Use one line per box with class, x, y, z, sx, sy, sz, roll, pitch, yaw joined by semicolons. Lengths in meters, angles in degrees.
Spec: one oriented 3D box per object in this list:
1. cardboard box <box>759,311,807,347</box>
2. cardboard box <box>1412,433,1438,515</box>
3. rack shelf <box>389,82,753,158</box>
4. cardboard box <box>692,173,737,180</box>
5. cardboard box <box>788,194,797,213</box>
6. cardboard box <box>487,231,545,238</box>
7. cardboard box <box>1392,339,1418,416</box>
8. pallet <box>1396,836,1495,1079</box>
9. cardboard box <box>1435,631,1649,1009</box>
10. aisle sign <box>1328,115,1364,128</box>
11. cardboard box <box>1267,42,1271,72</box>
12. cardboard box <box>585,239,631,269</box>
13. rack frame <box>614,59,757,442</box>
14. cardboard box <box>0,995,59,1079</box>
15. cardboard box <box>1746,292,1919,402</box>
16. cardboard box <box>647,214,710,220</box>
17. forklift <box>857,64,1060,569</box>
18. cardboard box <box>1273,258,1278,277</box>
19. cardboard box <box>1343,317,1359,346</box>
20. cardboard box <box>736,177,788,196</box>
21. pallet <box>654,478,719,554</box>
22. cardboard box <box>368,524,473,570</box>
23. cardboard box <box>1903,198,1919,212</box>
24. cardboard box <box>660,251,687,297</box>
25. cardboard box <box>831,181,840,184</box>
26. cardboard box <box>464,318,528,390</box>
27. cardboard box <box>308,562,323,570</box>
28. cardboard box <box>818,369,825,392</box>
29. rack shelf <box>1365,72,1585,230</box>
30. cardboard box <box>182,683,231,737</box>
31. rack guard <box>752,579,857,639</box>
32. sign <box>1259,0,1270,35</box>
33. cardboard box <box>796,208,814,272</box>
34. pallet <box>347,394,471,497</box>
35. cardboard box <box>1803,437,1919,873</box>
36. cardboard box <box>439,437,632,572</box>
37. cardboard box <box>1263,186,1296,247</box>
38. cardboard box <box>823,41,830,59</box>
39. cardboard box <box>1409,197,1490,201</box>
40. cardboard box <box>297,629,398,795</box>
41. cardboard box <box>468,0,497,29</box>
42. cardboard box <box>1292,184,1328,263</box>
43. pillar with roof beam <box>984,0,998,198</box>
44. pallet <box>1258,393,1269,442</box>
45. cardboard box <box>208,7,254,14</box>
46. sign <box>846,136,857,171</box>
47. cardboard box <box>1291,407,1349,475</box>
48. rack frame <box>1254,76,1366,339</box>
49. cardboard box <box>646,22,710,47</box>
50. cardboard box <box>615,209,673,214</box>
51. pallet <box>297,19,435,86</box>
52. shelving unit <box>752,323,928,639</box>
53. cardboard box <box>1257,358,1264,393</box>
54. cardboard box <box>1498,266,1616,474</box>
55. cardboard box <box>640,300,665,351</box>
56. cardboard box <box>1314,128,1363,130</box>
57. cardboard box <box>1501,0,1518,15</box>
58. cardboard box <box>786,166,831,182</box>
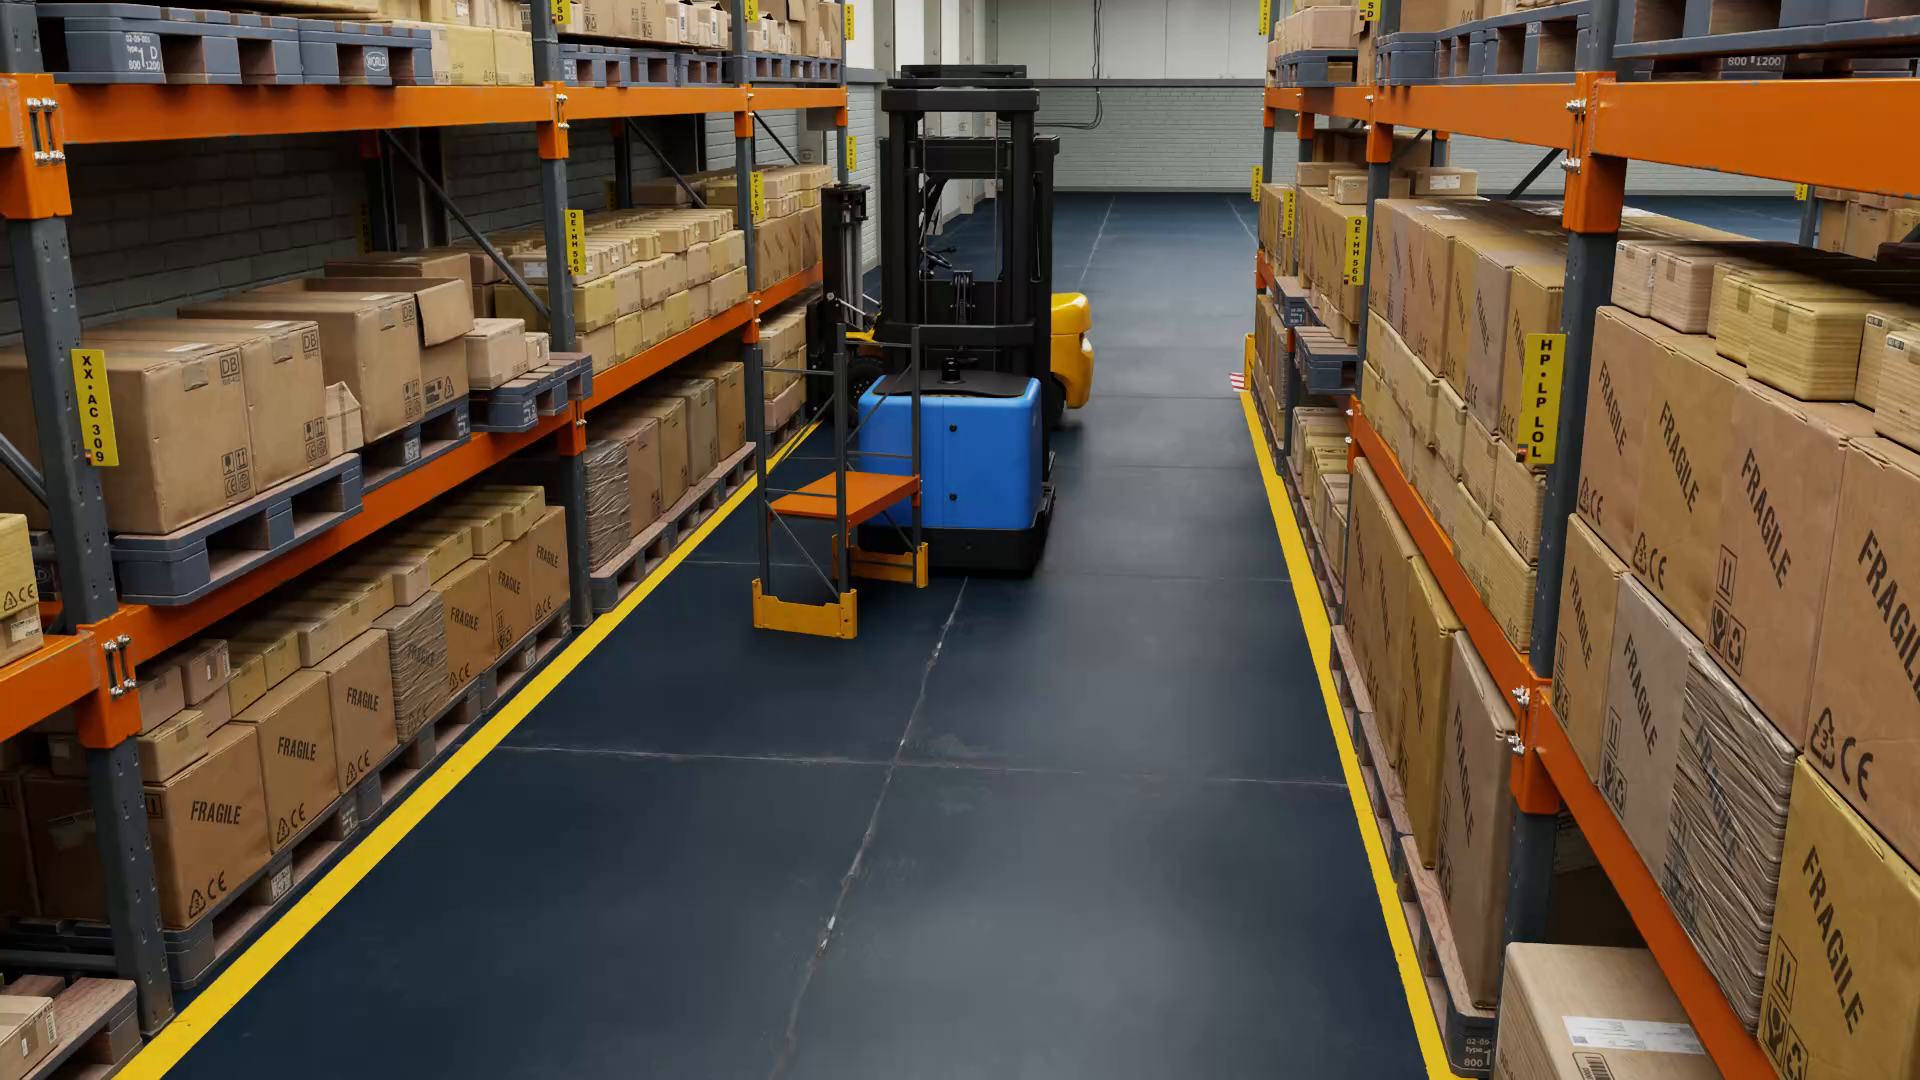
cardboard box;-1.560;-1.773;14.019;0.500;0.250;0.500;2;15;8
cardboard box;1.980;-0.264;6.180;0.500;0.250;0.500;2;15;6
rack shelf;-2.264;-2.619;10.231;1.077;0.370;4.000;2;15;6
cardboard box;-2.067;-3.029;14.114;0.380;0.149;0.250;2;15;8
cardboard box;-1.568;-2.804;13.851;0.380;0.149;0.250;1;15;4
cardboard box;-2.636;-1.786;10.086;0.380;0.149;0.250;1;15;5
cardboard box;2.012;-0.636;6.596;0.500;0.250;0.500;2;15;6
pallet;2.003;1.327;5.349;1.003;0.211;1.213;2;15;6
cardboard box;1.982;0.843;5.063;0.875;0.875;0.875;2;15;8
aisle sign;3.640;-4.191;15.435;0.394;0.787;0.004;2;15;6
cardboard box;3.024;-4.325;14.883;0.500;0.250;0.500;1;15;5
cardboard box;-2.112;-1.639;9.544;0.380;0.149;0.250;2;15;7
rack frame;-2.039;-2.037;12.447;1.000;3.000;0.127;2;15;6
cardboard box;-2.712;1.365;4.525;0.380;0.149;0.250;1;15;5
cardboard box;1.550;-0.321;2.753;0.380;0.149;0.250;1;15;5
cardboard box;-1.948;-2.173;11.519;0.380;0.149;0.250;2;15;6
forklift;0.070;-1.578;10.884;1.130;2.935;3.031;2;15;6
cardboard box;2.790;-2.259;13.752;0.380;0.149;0.250;2;15;7
cardboard box;2.204;-1.099;8.657;0.380;0.149;0.250;2;15;7
cardboard box;-1.615;-2.884;13.578;0.380;0.149;0.250;1;15;5
pallet;-2.218;-0.181;10.927;1.003;0.211;1.213;2;15;6
cardboard box;-2.442;0.033;7.535;0.380;0.149;0.250;2;15;8
cardboard box;8.095;-2.880;13.210;0.875;0.550;0.500;2;15;6
cardboard box;-2.030;-1.674;10.437;0.500;0.250;0.500;2;15;7
cardboard box;-1.348;-3.337;15.823;0.380;0.149;0.250;2;15;7
cardboard box;-2.287;-0.846;7.528;0.500;0.250;0.500;1;15;4
cardboard box;-2.951;0.155;7.085;0.380;0.149;0.250;2;15;7
cardboard box;-1.494;-1.425;14.648;0.500;0.250;0.500;2;15;8
rack shelf;2.217;-1.436;5.858;1.077;0.370;4.000;2;15;6
cardboard box;-2.682;0.570;5.550;0.380;0.149;0.250;1;15;5
rack guard;-0.827;0.364;8.837;0.587;0.250;0.087;6;16;20
sign;2.806;-4.815;15.300;0.100;0.325;0.005;2;15;6
cardboard box;-1.553;-2.589;14.299;0.500;0.500;0.500;2;15;7
pallet;-2.705;-0.402;6.770;1.003;0.211;1.213;2;15;6
cardboard box;1.505;0.163;2.206;0.500;0.500;0.500;2;15;6
cardboard box;-2.406;-0.217;9.463;0.875;0.625;0.625;2;15;8
cardboard box;2.961;-2.872;14.774;0.500;0.500;0.500;2;15;8
cardboard box;-1.379;-4.428;15.030;0.380;0.149;0.250;1;15;5
cardboard box;2.892;-1.761;9.863;0.500;0.500;0.500;1;15;4
cardboard box;-2.552;0.656;6.475;0.500;0.500;0.500;1;15;5
cardboard box;-2.339;-2.402;7.574;0.380;0.149;0.250;1;15;5
cardboard box;2.556;-2.173;11.385;0.500;0.500;0.500;2;15;8
pillar with roof beam;5.101;-13.470;43.237;9.100;9.000;0.400;2;15;6
pallet;3.070;-1.038;14.096;1.003;0.211;1.213;2;15;6
cardboard box;-2.855;-2.023;6.134;0.380;0.149;0.250;2;15;7
sign;-1.050;-3.728;16.030;0.100;0.325;0.005;2;15;6
cardboard box;2.837;-0.689;11.695;0.950;0.372;0.625;2;15;7
rack frame;3.345;-2.929;15.747;1.000;3.000;0.127;2;15;6
cardboard box;-1.861;-3.320;10.933;0.380;0.149;0.250;2;15;6
cardboard box;-2.291;-2.313;12.036;0.380;0.149;0.250;1;15;5
pallet;-2.684;-1.755;6.020;1.213;0.211;1.003;2;15;6
shelving unit;-0.648;-0.361;9.122;0.587;1.500;1.083;6;16;20
cardboard box;2.914;-1.471;14.819;0.500;0.250;0.500;2;15;8
cardboard box;1.792;-0.471;4.549;0.500;0.500;0.500;2;15;8
cardboard box;-2.084;-1.299;10.006;0.500;0.250;0.500;1;15;4
cardboard box;3.504;-3.464;15.051;0.700;0.500;0.500;1;15;5
cardboard box;2.055;-1.849;5.651;0.380;0.166;0.250;3;15;11
cardboard box;-1.415;-3.415;15.541;0.380;0.149;0.250;2;15;6
